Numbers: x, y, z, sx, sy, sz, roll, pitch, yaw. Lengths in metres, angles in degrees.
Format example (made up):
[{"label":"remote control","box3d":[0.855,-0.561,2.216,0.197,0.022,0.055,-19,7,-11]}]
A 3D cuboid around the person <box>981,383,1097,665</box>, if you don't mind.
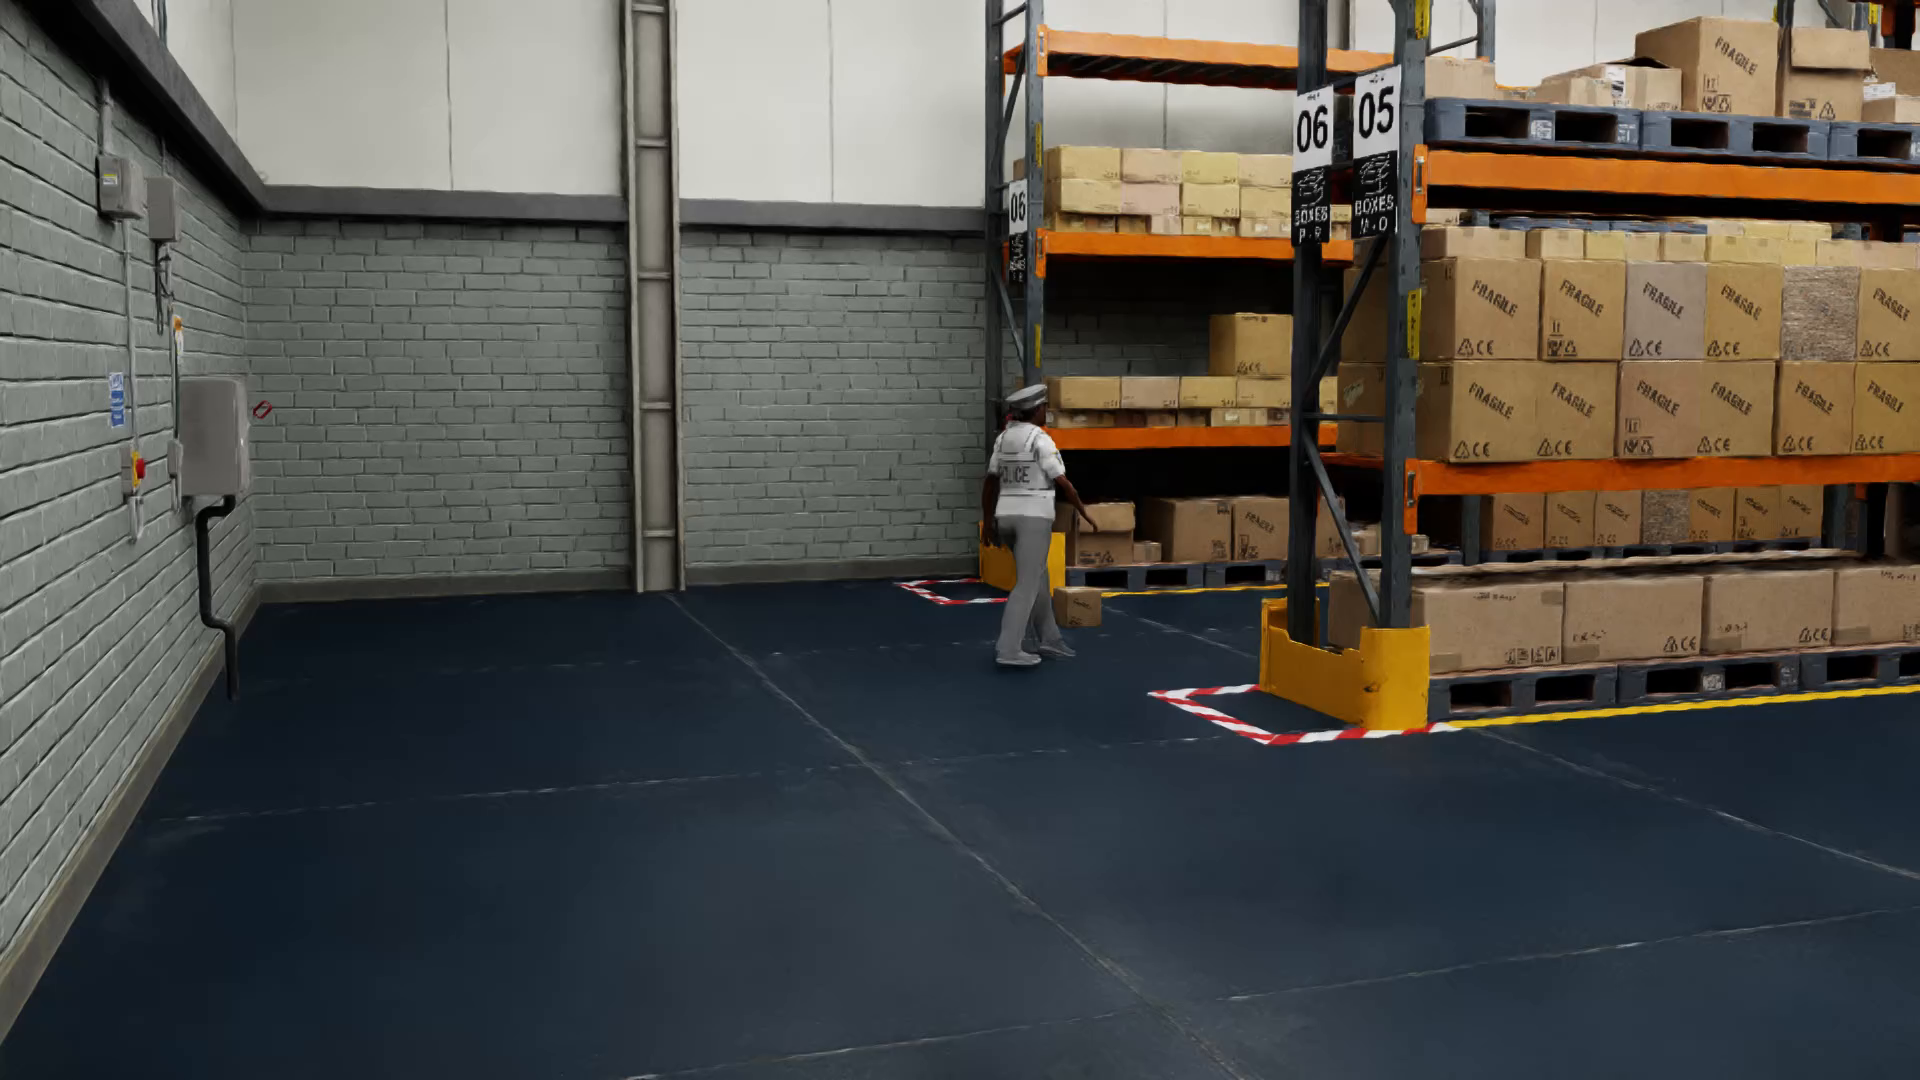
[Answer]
[{"label":"person","box3d":[0.422,-0.082,10.008,0.763,1.709,0.618,-5,8,-40]}]
